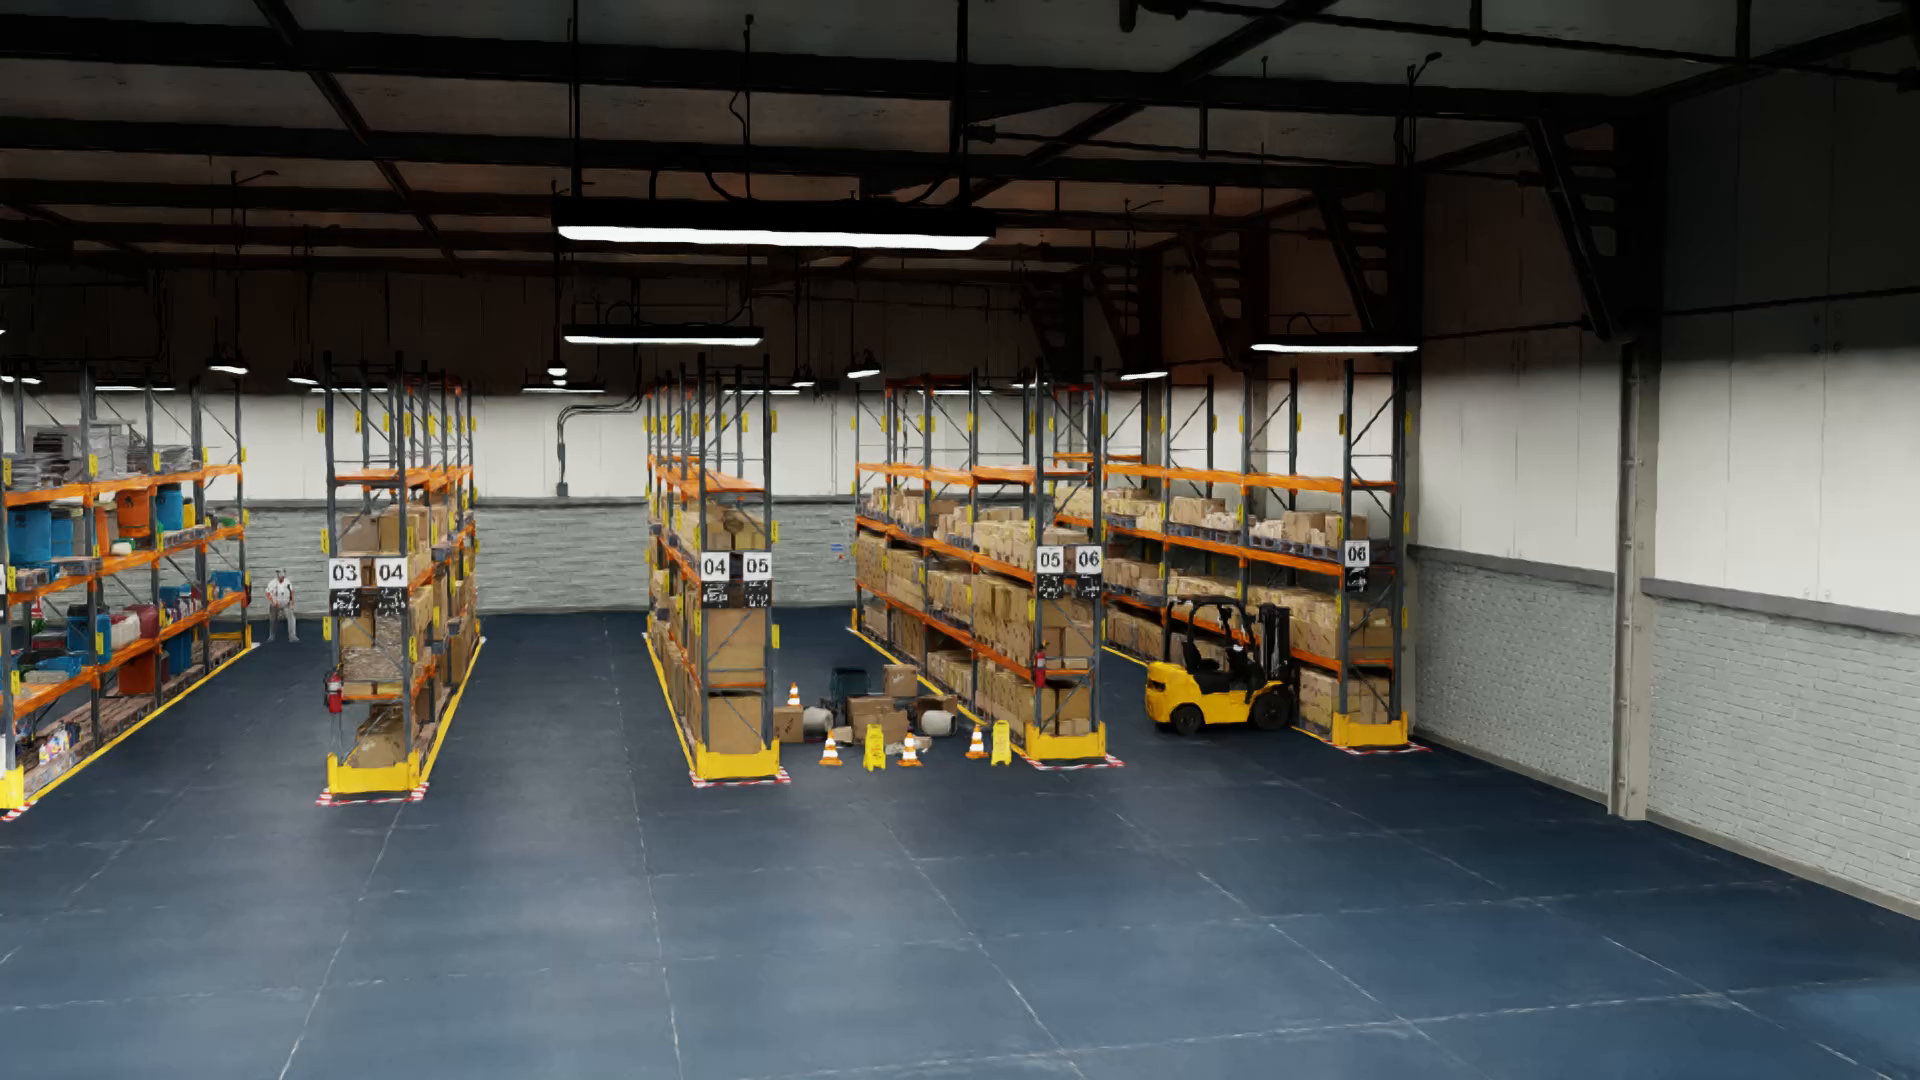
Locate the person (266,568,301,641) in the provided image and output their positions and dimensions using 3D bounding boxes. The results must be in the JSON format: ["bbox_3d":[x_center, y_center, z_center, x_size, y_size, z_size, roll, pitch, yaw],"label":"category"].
[{"bbox_3d":[-15.641,1.485,38.293,0.678,1.705,0.768,-3,5,-35],"label":"person"}]

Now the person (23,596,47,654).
[{"bbox_3d":[-19.508,1.657,35.125,0.475,1.789,0.632,-1,4,-8],"label":"person"}]
